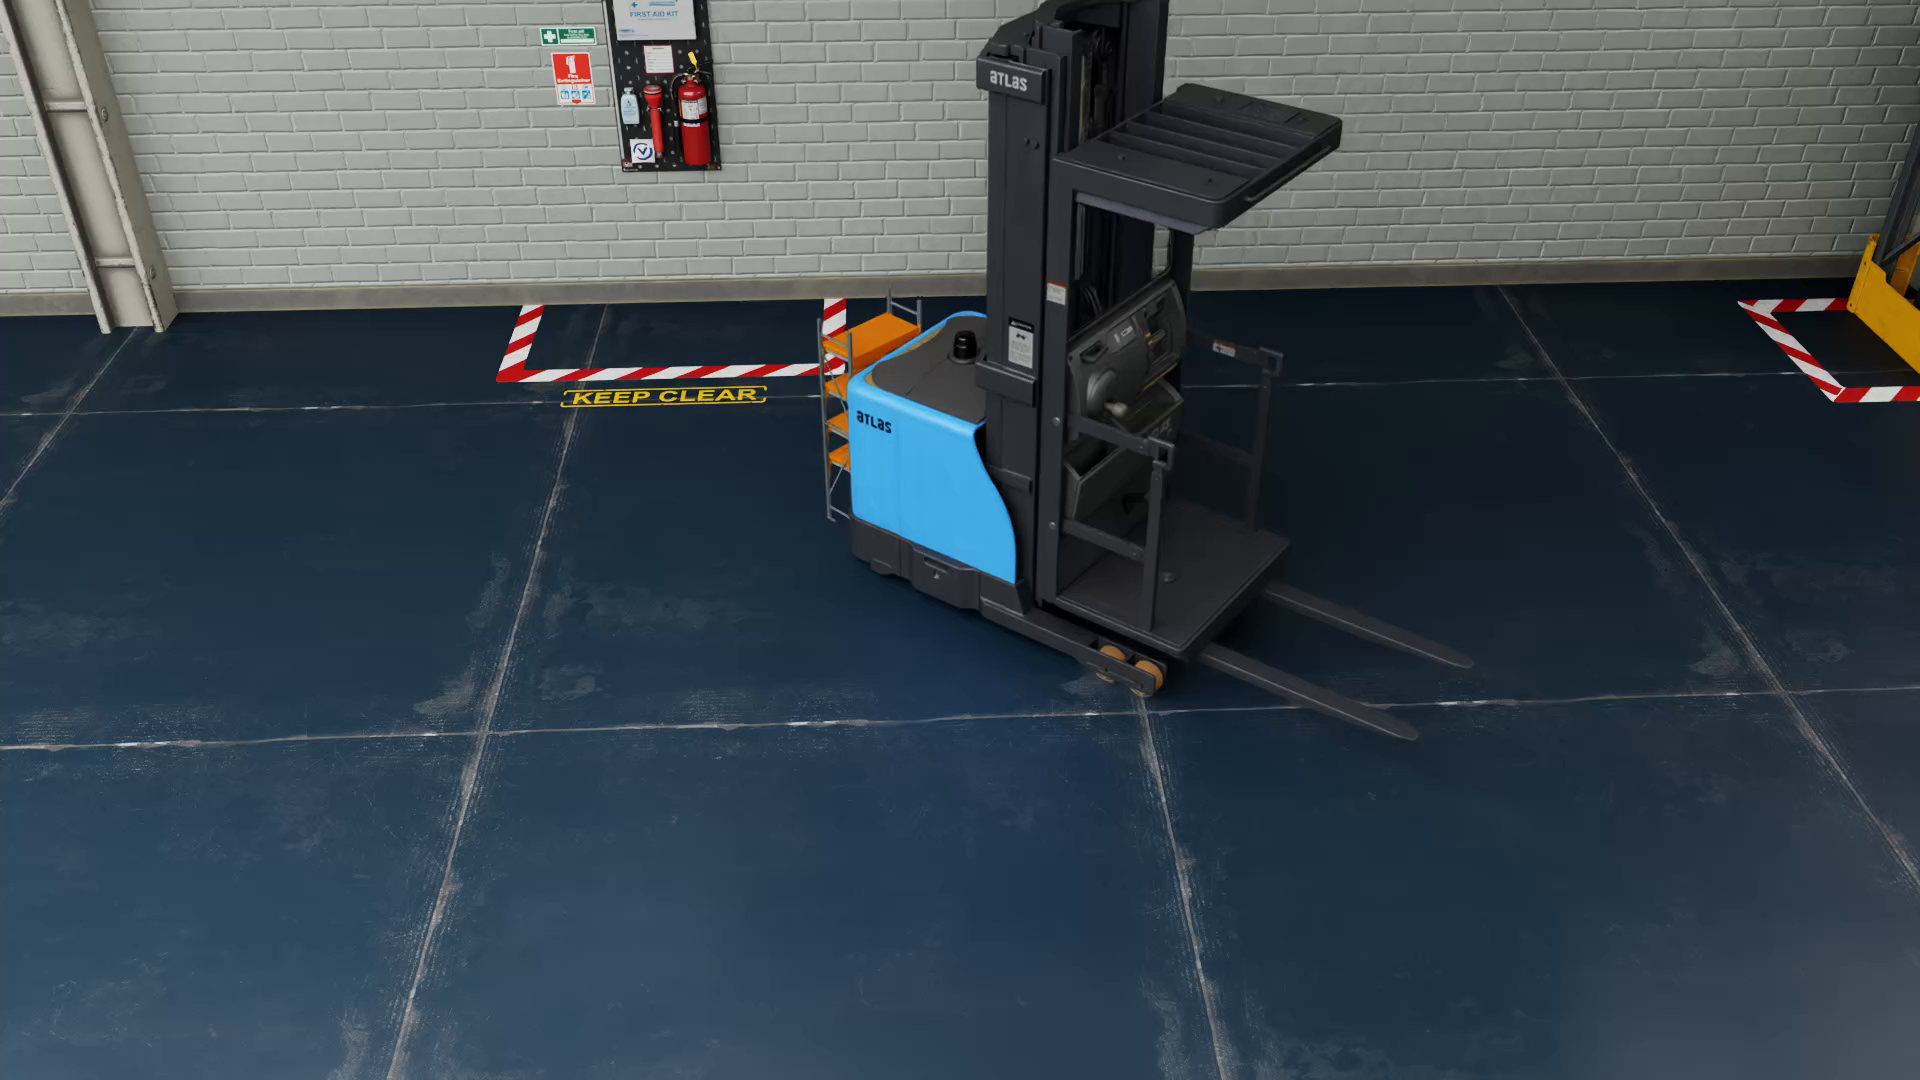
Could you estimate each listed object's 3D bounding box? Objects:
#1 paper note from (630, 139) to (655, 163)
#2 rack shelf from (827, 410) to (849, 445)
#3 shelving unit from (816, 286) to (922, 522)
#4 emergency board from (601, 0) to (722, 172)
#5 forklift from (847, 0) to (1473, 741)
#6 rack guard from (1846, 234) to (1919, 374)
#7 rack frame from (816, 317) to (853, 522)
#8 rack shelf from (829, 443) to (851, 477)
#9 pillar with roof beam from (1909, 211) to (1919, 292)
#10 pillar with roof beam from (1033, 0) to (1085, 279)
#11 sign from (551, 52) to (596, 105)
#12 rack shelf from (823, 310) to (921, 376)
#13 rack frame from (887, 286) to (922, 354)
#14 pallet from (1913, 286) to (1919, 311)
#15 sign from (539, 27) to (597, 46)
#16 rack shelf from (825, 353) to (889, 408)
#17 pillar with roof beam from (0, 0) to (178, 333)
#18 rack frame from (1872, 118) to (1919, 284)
[{"bbox_3d":[-1.997,-2.447,10.461,0.142,0.148,0.016,-2,35,-2],"label":"paper note"},{"bbox_3d":[-0.454,-0.611,8.733,0.258,0.148,0.480,28,44,34],"label":"rack shelf"},{"bbox_3d":[-0.454,-0.666,8.694,0.258,1.200,0.503,28,44,34],"label":"shelving unit"},{"bbox_3d":[-1.817,-2.775,10.160,0.643,1.169,0.194,-2,35,-2],"label":"emergency board"},{"bbox_3d":[0.927,-0.820,7.396,3.031,2.935,1.130,23,41,29],"label":"forklift"},{"bbox_3d":[6.064,-1.445,10.435,0.348,0.500,1.175,-2,35,-2],"label":"rack guard"},{"bbox_3d":[-0.622,-0.565,8.549,0.240,1.200,0.015,28,44,34],"label":"rack frame"},{"bbox_3d":[-0.454,-0.447,8.846,0.258,0.148,0.480,28,44,34],"label":"rack shelf"},{"bbox_3d":[6.850,-3.001,5.215,0.400,9.000,9.100,-2,35,-2],"label":"pillar with roof beam"},{"bbox_3d":[0.857,-2.840,4.982,0.400,9.000,9.100,-2,35,-2],"label":"pillar with roof beam"},{"bbox_3d":[-2.374,-2.833,10.213,0.234,0.329,0.001,-2,35,-2],"label":"sign"},{"bbox_3d":[-0.454,-0.989,8.471,0.258,0.148,0.480,28,44,34],"label":"rack shelf"},{"bbox_3d":[-0.286,-0.767,8.840,0.240,1.200,0.015,28,44,34],"label":"rack frame"},{"bbox_3d":[6.877,-1.328,10.520,1.213,0.211,1.003,-2,35,-2],"label":"pallet"},{"bbox_3d":[-2.369,-3.046,10.055,0.331,0.109,0.001,-2,35,-2],"label":"sign"},{"bbox_3d":[-0.454,-0.795,8.605,0.258,0.148,0.480,28,44,34],"label":"rack shelf"},{"bbox_3d":[-5.136,-2.678,4.748,0.400,9.000,9.100,-2,35,-2],"label":"pillar with roof beam"},{"bbox_3d":[5.988,-2.471,9.721,0.127,3.000,1.000,-2,35,-2],"label":"rack frame"}]
